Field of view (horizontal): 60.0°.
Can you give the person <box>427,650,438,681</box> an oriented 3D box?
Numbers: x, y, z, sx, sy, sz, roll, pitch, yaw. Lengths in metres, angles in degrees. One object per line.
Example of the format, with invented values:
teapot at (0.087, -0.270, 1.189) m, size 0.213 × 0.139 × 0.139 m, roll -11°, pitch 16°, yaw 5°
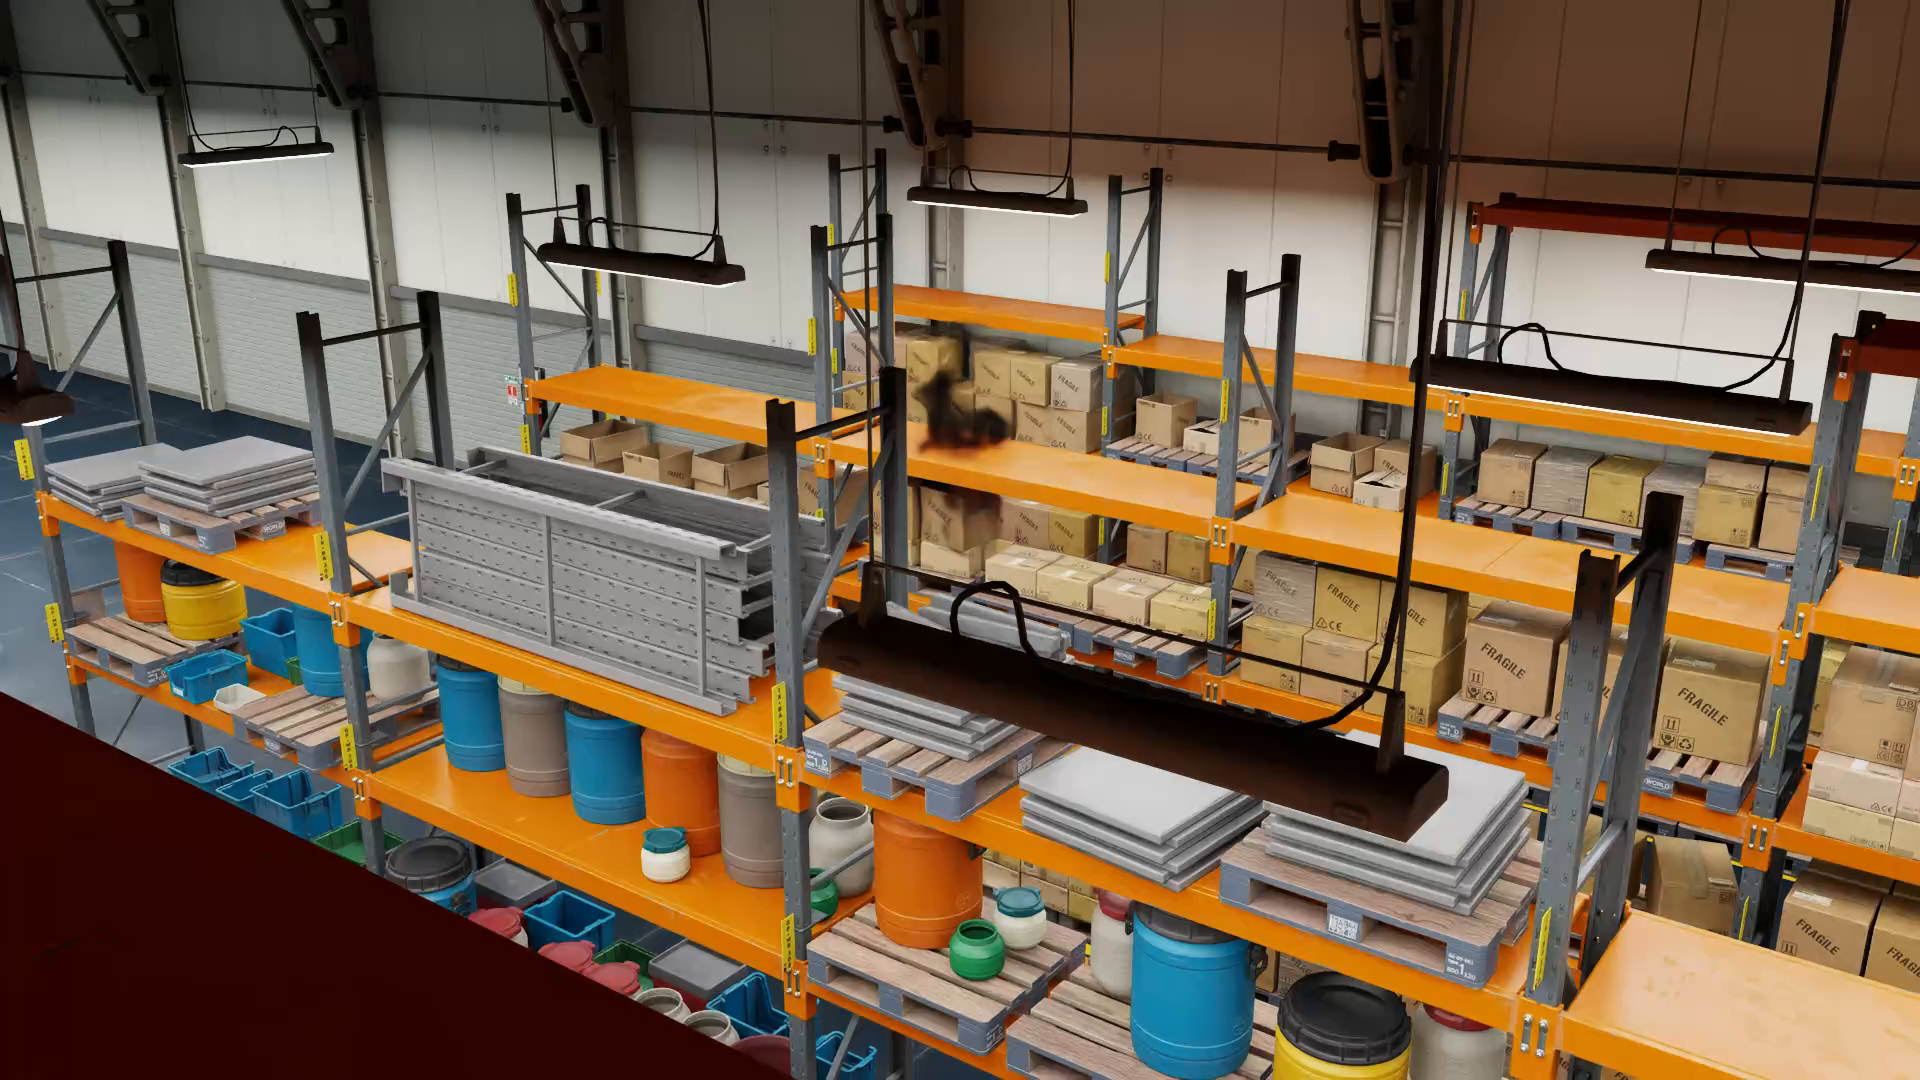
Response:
person at (-6.017, 1.086, 19.175) m, size 0.606 × 1.726 × 0.742 m, roll -7°, pitch 20°, yaw -21°
